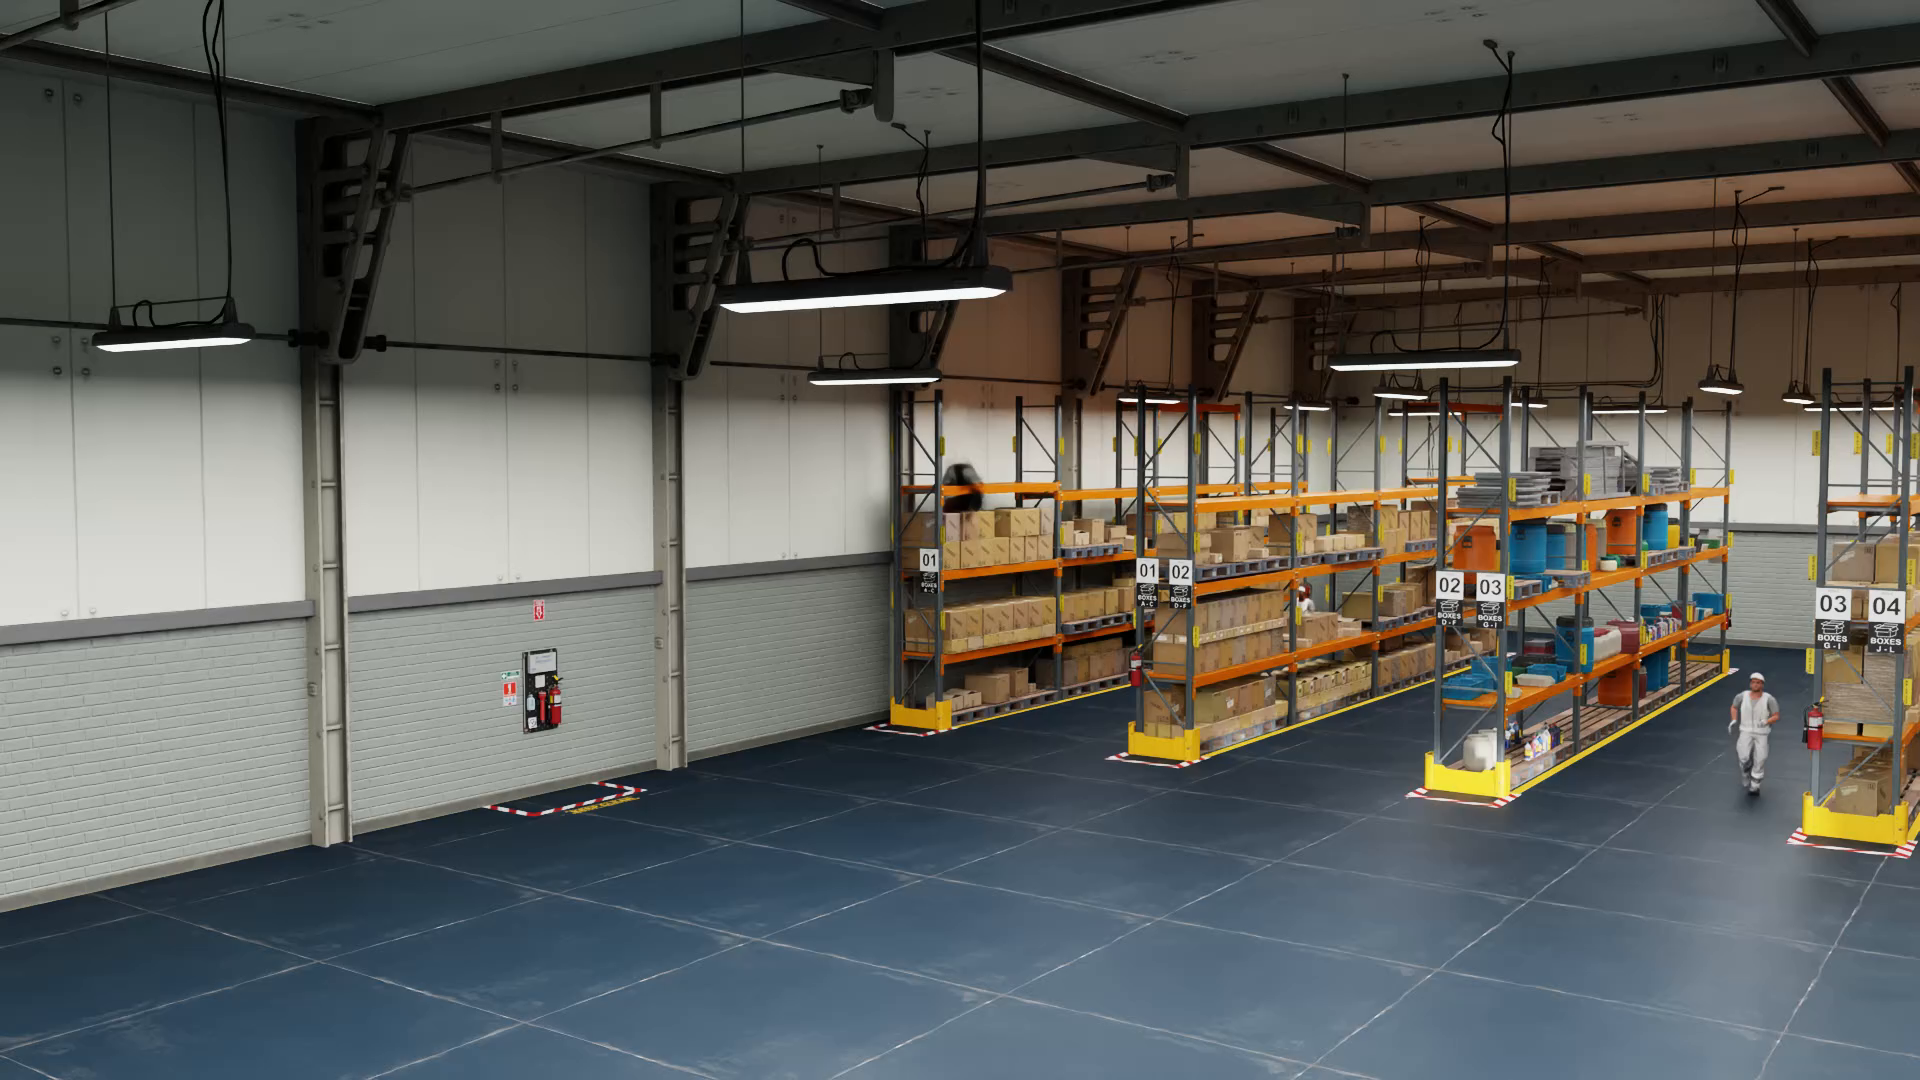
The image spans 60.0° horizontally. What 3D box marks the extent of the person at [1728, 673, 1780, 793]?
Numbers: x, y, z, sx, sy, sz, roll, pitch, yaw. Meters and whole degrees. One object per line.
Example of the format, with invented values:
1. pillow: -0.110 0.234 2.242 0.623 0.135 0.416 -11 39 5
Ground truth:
1. person: 11.368 2.775 23.833 0.664 1.738 0.603 2 4 31

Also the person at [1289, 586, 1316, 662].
1. person: 7.783 1.954 37.920 0.680 1.797 0.881 2 4 28
